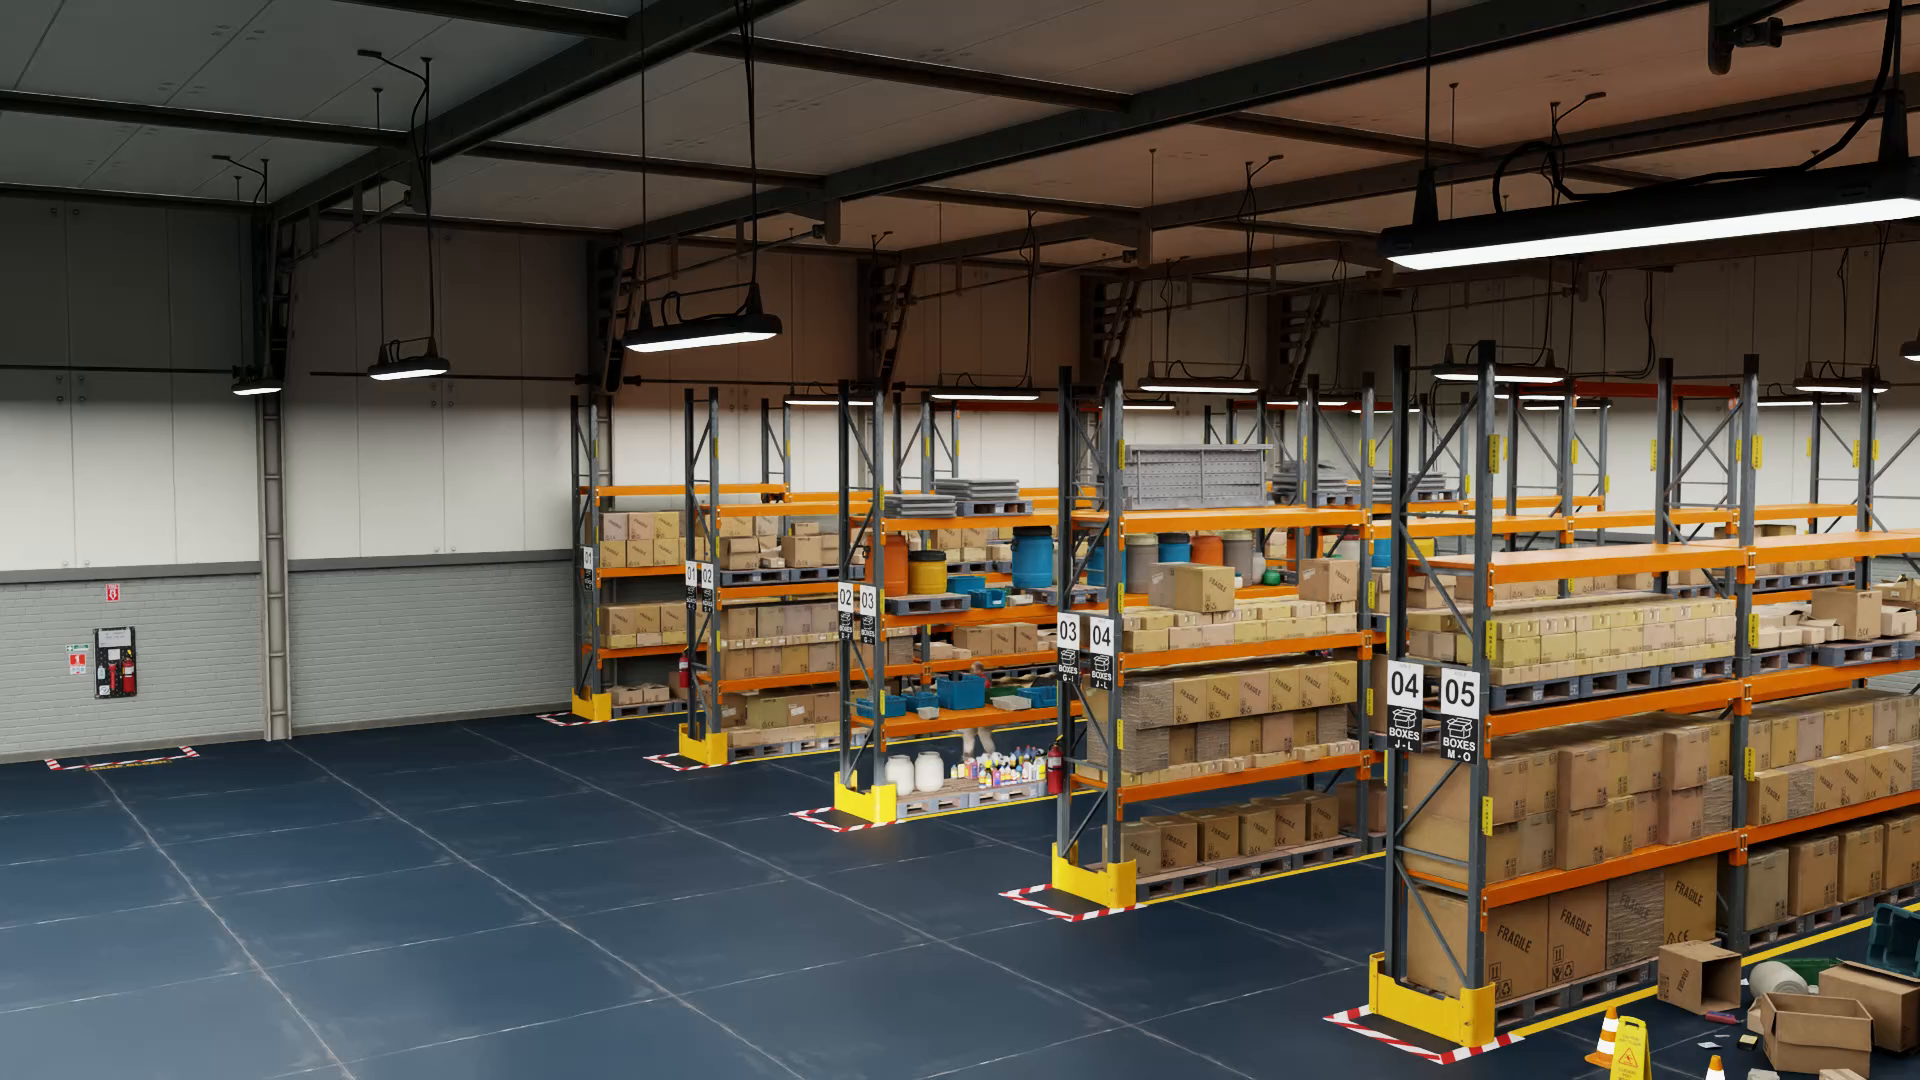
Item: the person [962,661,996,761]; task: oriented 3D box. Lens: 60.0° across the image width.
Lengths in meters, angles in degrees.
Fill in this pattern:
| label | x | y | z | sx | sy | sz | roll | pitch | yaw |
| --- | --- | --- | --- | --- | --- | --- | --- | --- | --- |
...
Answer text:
| label | x | y | z | sx | sy | sz | roll | pitch | yaw |
| --- | --- | --- | --- | --- | --- | --- | --- | --- | --- |
| person | 0.247 | 2.751 | 25.864 | 0.695 | 1.740 | 0.586 | -2 | 4 | -24 |
